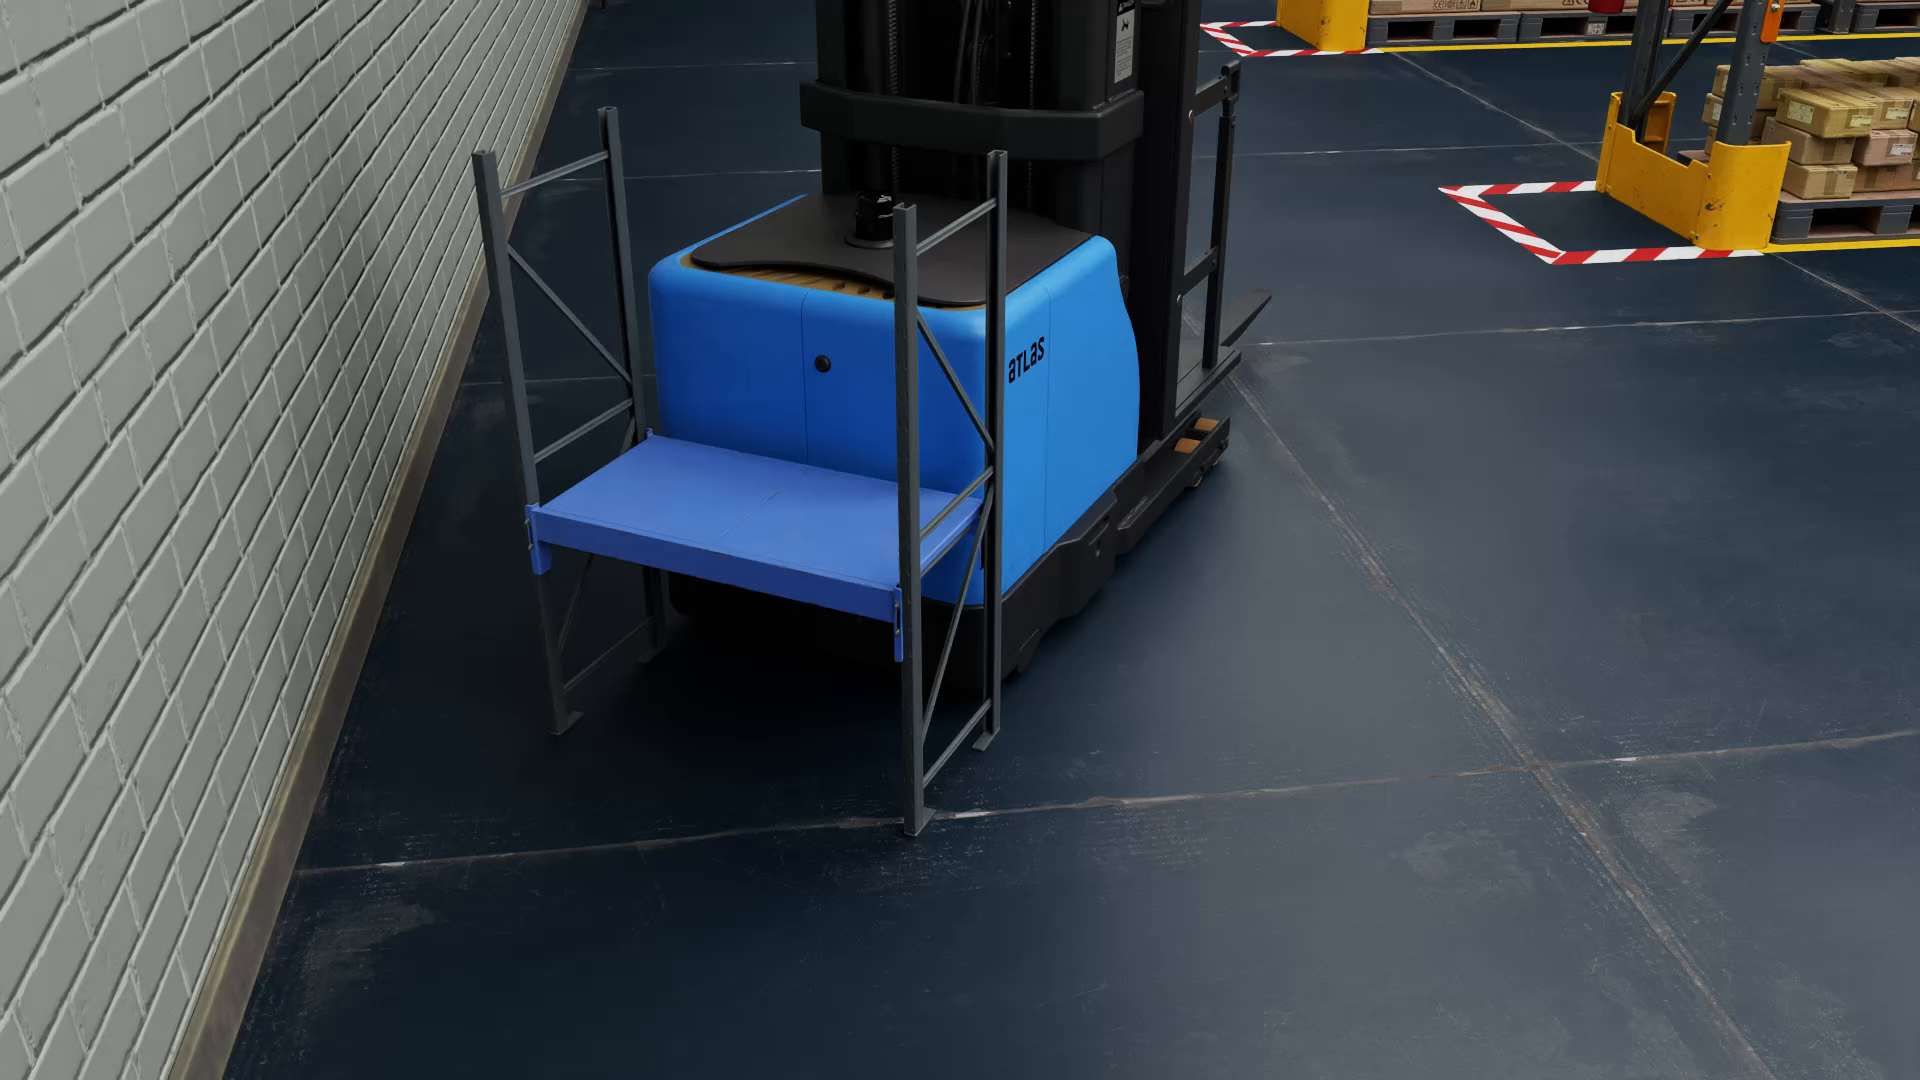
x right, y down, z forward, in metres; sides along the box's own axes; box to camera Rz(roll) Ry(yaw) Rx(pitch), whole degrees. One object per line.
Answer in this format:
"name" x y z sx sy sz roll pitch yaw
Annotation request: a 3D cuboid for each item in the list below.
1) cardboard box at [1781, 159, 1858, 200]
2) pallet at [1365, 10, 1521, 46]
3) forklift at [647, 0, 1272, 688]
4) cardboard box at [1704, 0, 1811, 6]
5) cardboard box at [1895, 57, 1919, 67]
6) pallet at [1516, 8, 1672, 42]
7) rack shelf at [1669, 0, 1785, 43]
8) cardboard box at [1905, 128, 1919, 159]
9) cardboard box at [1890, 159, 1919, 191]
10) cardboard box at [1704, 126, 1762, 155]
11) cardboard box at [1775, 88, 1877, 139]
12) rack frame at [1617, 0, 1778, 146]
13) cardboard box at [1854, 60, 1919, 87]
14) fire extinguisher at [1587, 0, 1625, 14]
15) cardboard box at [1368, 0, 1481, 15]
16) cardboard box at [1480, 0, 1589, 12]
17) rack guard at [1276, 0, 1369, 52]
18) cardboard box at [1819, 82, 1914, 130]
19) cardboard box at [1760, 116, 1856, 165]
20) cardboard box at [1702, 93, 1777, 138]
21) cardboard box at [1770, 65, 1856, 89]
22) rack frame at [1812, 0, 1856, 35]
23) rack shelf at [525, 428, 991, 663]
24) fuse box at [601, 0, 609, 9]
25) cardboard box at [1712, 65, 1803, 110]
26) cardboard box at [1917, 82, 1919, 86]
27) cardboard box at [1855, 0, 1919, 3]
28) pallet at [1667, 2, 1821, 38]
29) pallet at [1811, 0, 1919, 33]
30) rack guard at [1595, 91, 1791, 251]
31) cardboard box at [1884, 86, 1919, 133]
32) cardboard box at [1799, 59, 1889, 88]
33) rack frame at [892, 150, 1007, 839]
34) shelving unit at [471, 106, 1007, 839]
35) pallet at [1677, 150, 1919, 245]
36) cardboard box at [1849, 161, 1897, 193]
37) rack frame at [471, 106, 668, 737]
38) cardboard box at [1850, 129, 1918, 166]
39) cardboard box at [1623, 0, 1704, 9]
"cardboard box" 4.136 -1.787 8.110 0.250 0.149 0.380 -3 27 -6
"pallet" 3.564 -4.057 12.925 1.213 0.211 1.003 -4 27 -7
"forklift" 0.281 -1.561 5.081 1.130 2.935 3.031 13 30 23
"cardboard box" 6.107 -4.521 13.122 0.875 0.438 0.875 -4 27 -8
"cardboard box" 5.081 -2.405 8.663 0.250 0.149 0.380 -3 27 -5
"pallet" 4.769 -4.133 13.074 1.213 0.211 1.003 -4 27 -7
"rack shelf" 5.553 -2.787 8.184 4.000 0.370 1.077 -4 27 -7
"cardboard box" 4.636 -1.996 8.190 0.250 0.149 0.380 -3 27 -6
"cardboard box" 4.629 -1.860 8.251 0.250 0.149 0.380 -3 27 -7
"cardboard box" 4.065 -2.026 8.576 0.250 0.149 0.380 -3 27 -6
"cardboard box" 4.139 -2.043 7.957 0.250 0.149 0.380 -5 28 -9
"rack frame" 3.573 -2.980 7.772 0.127 3.000 1.000 -4 27 -7
"cardboard box" 4.822 -2.363 8.581 0.250 0.149 0.380 -5 28 -9
"fire extinguisher" 3.259 -2.972 8.250 0.183 0.674 0.296 -4 27 -7
"cardboard box" 3.422 -4.345 12.780 0.875 0.438 0.875 -5 28 -9
"cardboard box" 4.328 -4.407 12.900 0.875 0.438 0.875 -3 27 -6
"rack guard" 2.759 -4.098 12.688 0.348 0.500 1.175 -4 27 -7
"cardboard box" 4.395 -2.115 8.097 0.250 0.149 0.380 -3 27 -6
"cardboard box" 4.127 -1.948 8.098 0.250 0.149 0.380 -3 27 -5
"cardboard box" 4.055 -2.193 8.576 0.250 0.149 0.380 -4 27 -8
"cardboard box" 4.318 -2.301 8.461 0.250 0.149 0.380 -3 27 -6
"rack frame" 6.744 -5.466 12.616 0.127 3.000 1.000 -4 27 -7
"rack shelf" -0.476 -0.012 4.024 1.000 0.185 0.538 12 29 22
"fuse box" -2.946 -5.228 13.564 0.414 1.711 0.539 -4 27 -7
"cardboard box" 4.062 -2.311 8.480 0.250 0.149 0.380 -3 27 -7
"cardboard box" 4.896 -2.126 8.119 0.250 0.149 0.380 -5 28 -10
"cardboard box" 7.347 -4.783 13.153 0.875 0.875 0.875 -3 27 -6
"pallet" 5.980 -4.212 13.228 1.213 0.211 1.003 -4 27 -7
"pallet" 7.497 -4.308 13.415 1.213 0.211 1.003 -4 27 -7
"rack guard" 3.648 -1.873 8.352 0.348 0.500 1.175 -4 27 -7
"cardboard box" 4.662 -2.073 8.015 0.250 0.149 0.380 -4 27 -7
"cardboard box" 4.557 -2.375 8.605 0.250 0.149 0.380 -4 27 -8
"rack frame" -0.014 -0.075 3.754 0.032 1.500 0.500 12 29 22
"shelving unit" -0.476 -0.172 3.942 1.048 1.500 0.538 12 29 22
"pallet" 4.457 -1.780 8.488 1.213 0.211 1.003 -4 27 -7
"cardboard box" 4.384 -1.841 8.214 0.250 0.149 0.380 -4 27 -7
"rack frame" -0.939 -0.268 4.130 0.032 1.500 0.500 12 29 22
"cardboard box" 4.406 -1.940 8.082 0.250 0.149 0.380 -4 27 -7
"cardboard box" 5.221 -4.464 13.011 0.875 0.438 0.875 -4 27 -9
